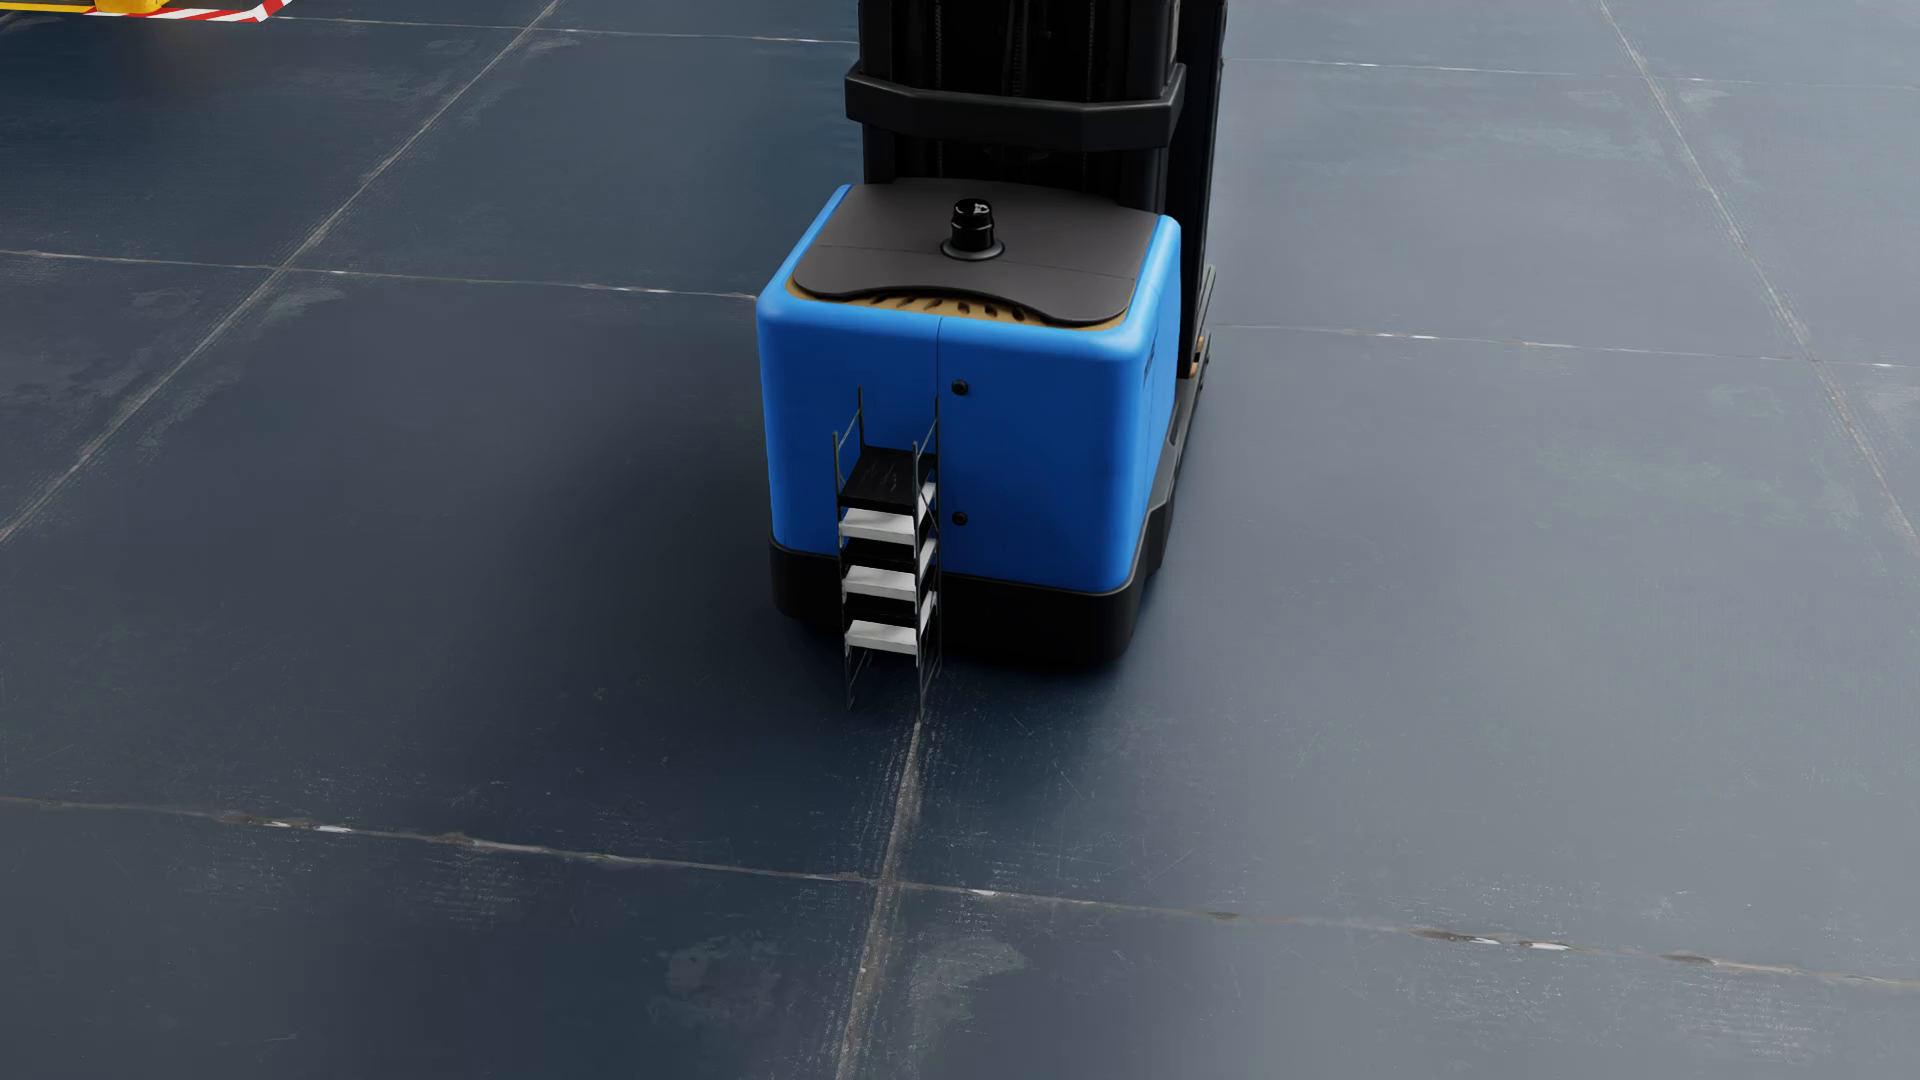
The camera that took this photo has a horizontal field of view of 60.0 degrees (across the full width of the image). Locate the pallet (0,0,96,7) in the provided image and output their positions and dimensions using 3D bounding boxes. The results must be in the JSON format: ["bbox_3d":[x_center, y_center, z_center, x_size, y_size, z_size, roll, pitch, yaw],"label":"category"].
[{"bbox_3d":[-5.494,-3.476,9.938,1.213,0.211,1.003,4,36,6],"label":"pallet"}]

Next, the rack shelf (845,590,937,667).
[{"bbox_3d":[-0.181,0.225,4.527,0.200,0.077,0.258,8,36,11],"label":"rack shelf"}]

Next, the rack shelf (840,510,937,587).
[{"bbox_3d":[-0.182,0.006,4.369,0.200,0.077,0.258,8,36,11],"label":"rack shelf"}]

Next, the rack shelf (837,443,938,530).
[{"bbox_3d":[-0.182,-0.141,4.264,0.200,0.077,0.258,8,36,11],"label":"rack shelf"}]

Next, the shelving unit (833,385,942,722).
[{"bbox_3d":[-0.182,0.052,4.402,0.210,0.900,0.258,8,36,11],"label":"shelving unit"}]

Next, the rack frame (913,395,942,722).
[{"bbox_3d":[-0.083,0.065,4.383,0.006,0.900,0.240,8,36,11],"label":"rack frame"}]

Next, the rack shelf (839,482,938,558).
[{"bbox_3d":[-0.182,-0.067,4.316,0.200,0.077,0.258,8,36,11],"label":"rack shelf"}]

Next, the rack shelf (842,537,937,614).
[{"bbox_3d":[-0.182,0.079,4.422,0.200,0.077,0.258,8,36,11],"label":"rack shelf"}]

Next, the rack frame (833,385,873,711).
[{"bbox_3d":[-0.281,0.038,4.421,0.006,0.900,0.240,8,36,11],"label":"rack frame"}]

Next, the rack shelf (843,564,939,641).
[{"bbox_3d":[-0.182,0.152,4.474,0.200,0.077,0.258,8,36,11],"label":"rack shelf"}]

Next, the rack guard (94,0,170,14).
[{"bbox_3d":[-4.689,-3.530,9.766,0.348,0.500,1.175,4,36,6],"label":"rack guard"}]

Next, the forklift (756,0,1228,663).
[{"bbox_3d":[0.292,-1.703,5.113,1.130,2.935,3.031,8,36,11],"label":"forklift"}]
